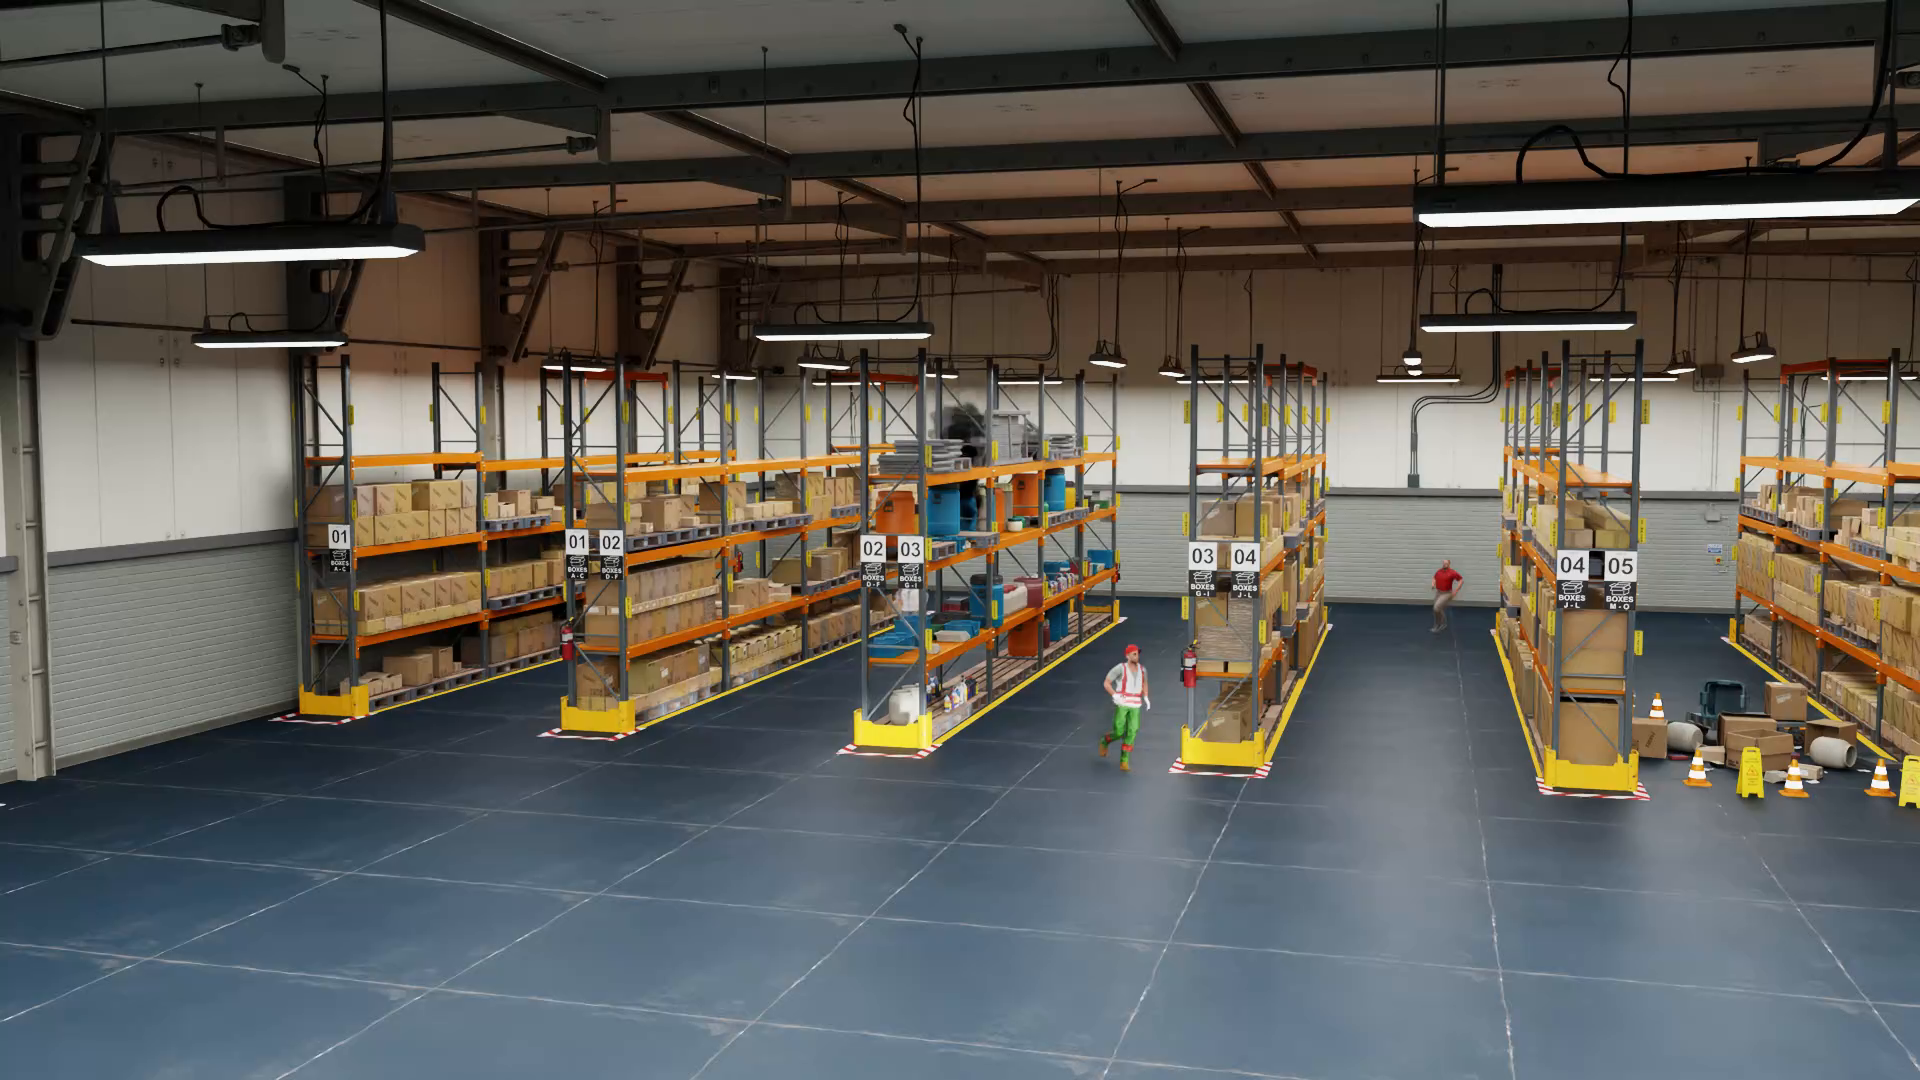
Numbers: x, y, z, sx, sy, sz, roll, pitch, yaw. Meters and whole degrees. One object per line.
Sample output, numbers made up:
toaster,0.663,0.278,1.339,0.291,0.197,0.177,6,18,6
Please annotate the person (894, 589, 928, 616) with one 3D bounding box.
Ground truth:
person,-1.058,1.491,35.222,0.708,1.738,0.555,1,4,11

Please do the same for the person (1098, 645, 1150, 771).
person,2.408,2.358,23.671,0.718,1.735,0.865,-2,5,-20

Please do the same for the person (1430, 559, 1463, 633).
person,11.167,1.302,38.334,0.691,1.755,0.738,-2,5,-29
